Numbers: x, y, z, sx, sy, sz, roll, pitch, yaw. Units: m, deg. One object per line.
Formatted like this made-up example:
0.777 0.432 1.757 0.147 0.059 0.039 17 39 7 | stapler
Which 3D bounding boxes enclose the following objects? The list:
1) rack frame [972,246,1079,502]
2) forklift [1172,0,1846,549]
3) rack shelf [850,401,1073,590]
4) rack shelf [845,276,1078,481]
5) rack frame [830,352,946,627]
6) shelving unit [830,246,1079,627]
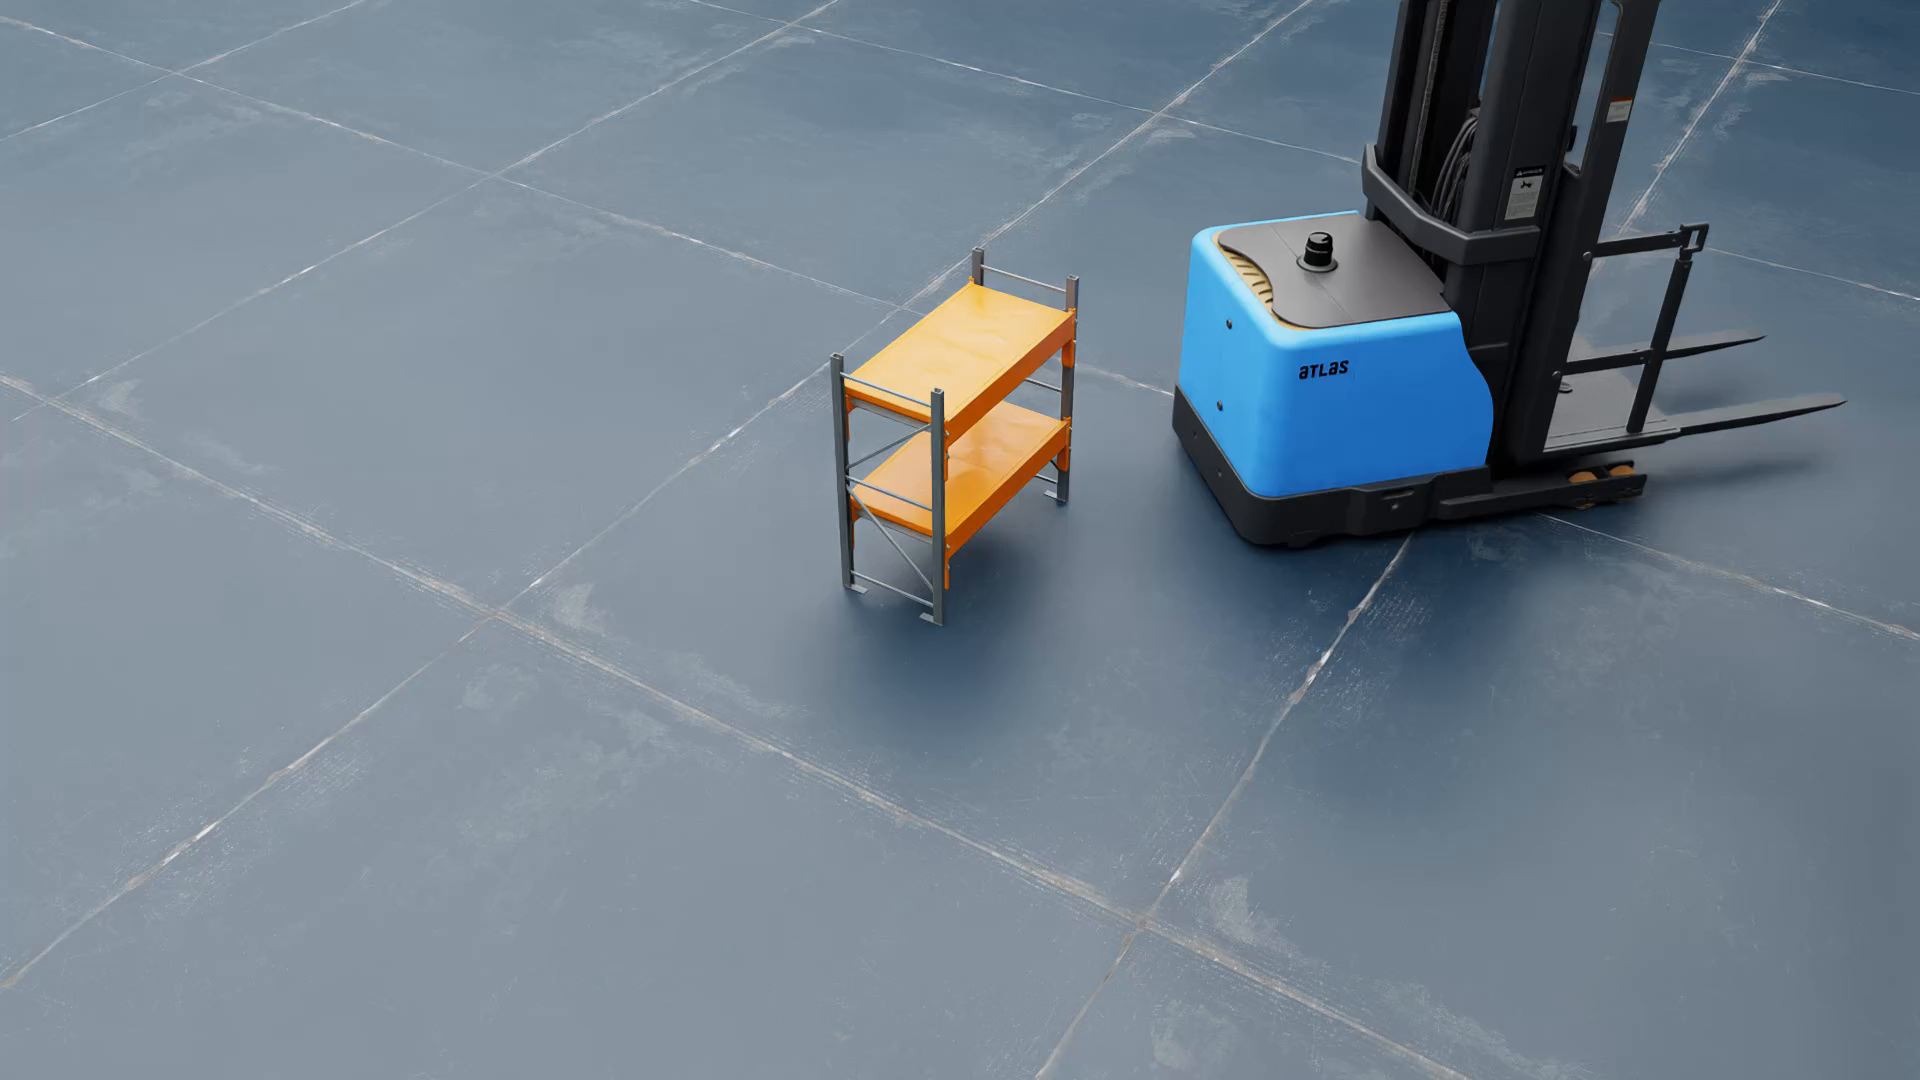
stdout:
0.269 -0.704 7.242 0.500 1.125 0.032 21 42 25 | rack frame
2.572 -1.604 6.930 3.031 2.935 1.130 -9 38 -11 | forklift
-0.004 -0.248 7.051 0.538 0.278 1.000 21 42 25 | rack shelf
-0.004 -0.674 6.723 0.538 0.278 1.000 21 42 25 | rack shelf
-0.276 -0.180 6.562 0.500 1.125 0.032 21 42 25 | rack frame
-0.004 -0.442 6.902 0.538 1.125 1.048 21 42 25 | shelving unit
